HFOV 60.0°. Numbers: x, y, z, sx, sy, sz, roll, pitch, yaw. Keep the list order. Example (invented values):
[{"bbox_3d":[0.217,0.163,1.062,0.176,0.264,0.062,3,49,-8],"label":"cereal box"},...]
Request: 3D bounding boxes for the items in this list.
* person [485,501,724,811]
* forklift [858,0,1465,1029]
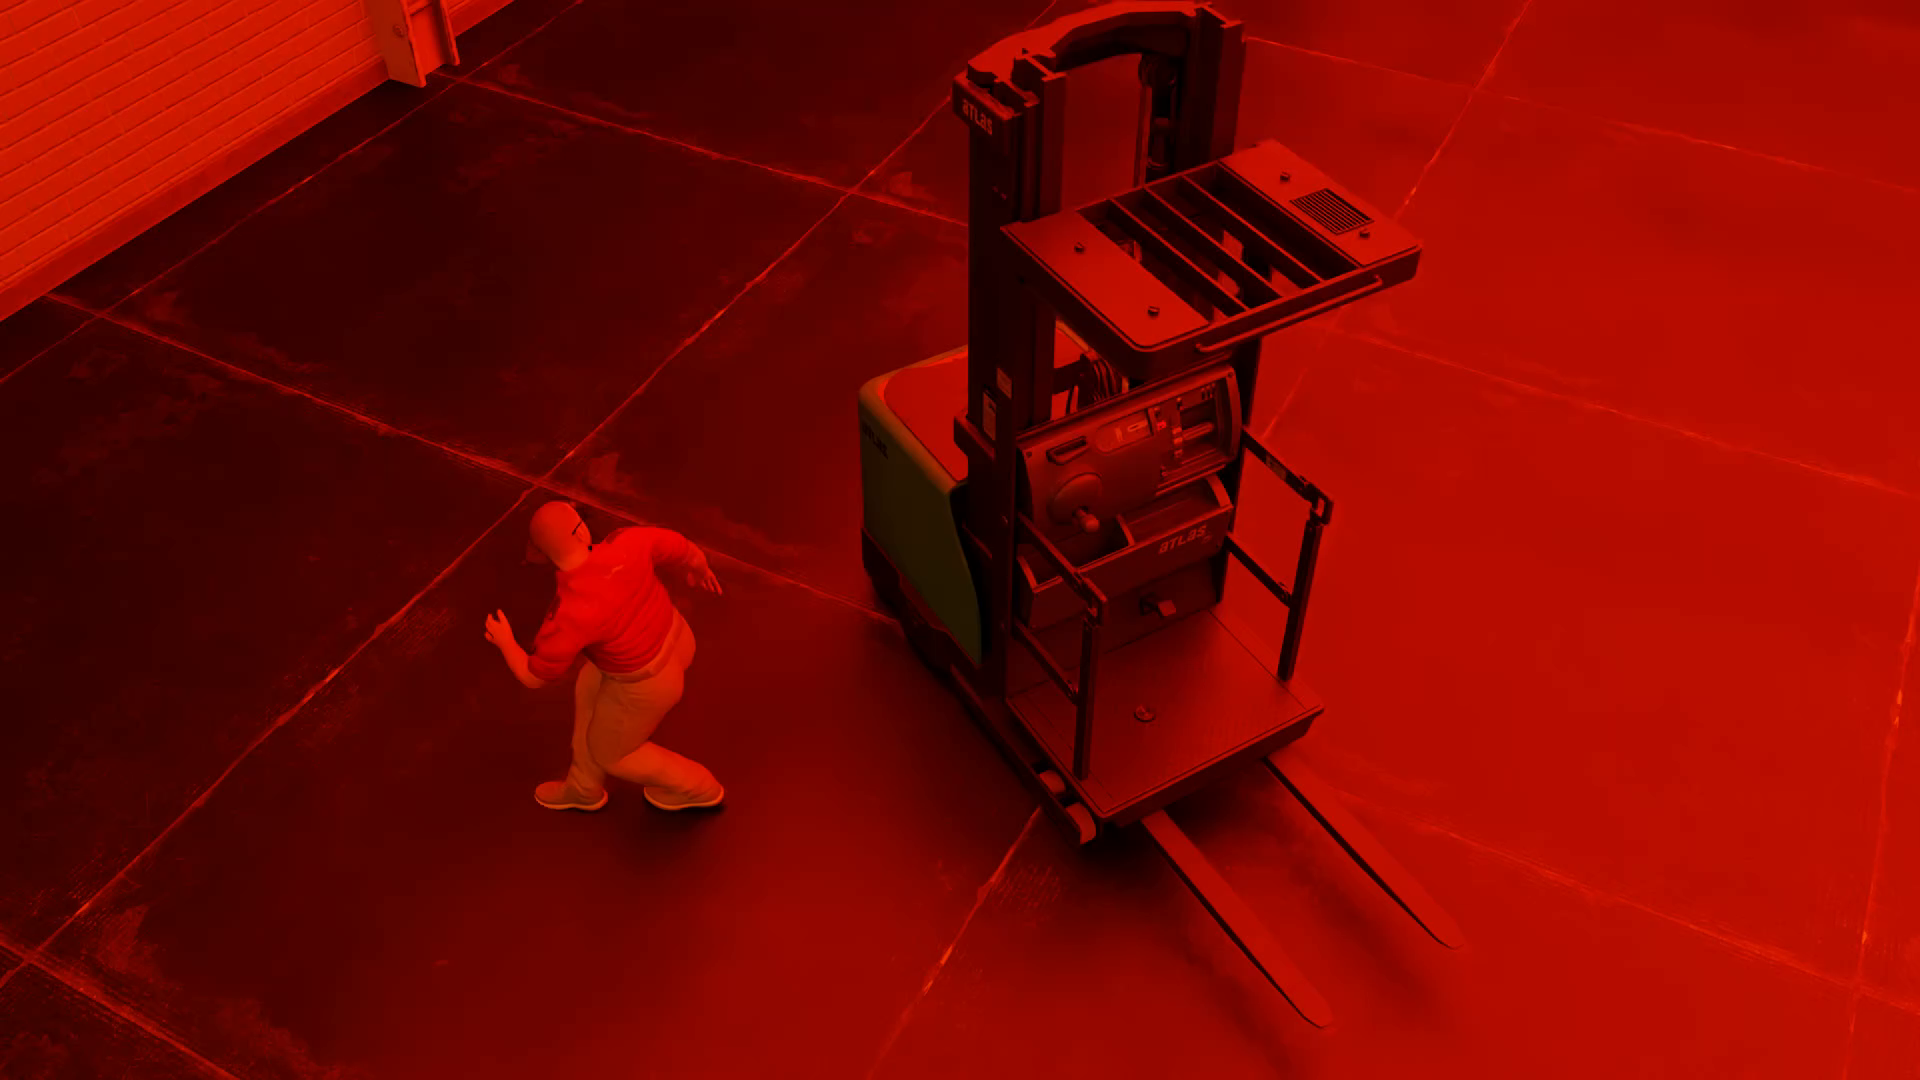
[{"bbox_3d":[-1.334,0.396,6.234,0.824,1.604,0.794,9,44,9],"label":"person"},{"bbox_3d":[0.744,-0.240,5.909,1.130,2.935,3.031,-22,48,-22],"label":"forklift"}]
